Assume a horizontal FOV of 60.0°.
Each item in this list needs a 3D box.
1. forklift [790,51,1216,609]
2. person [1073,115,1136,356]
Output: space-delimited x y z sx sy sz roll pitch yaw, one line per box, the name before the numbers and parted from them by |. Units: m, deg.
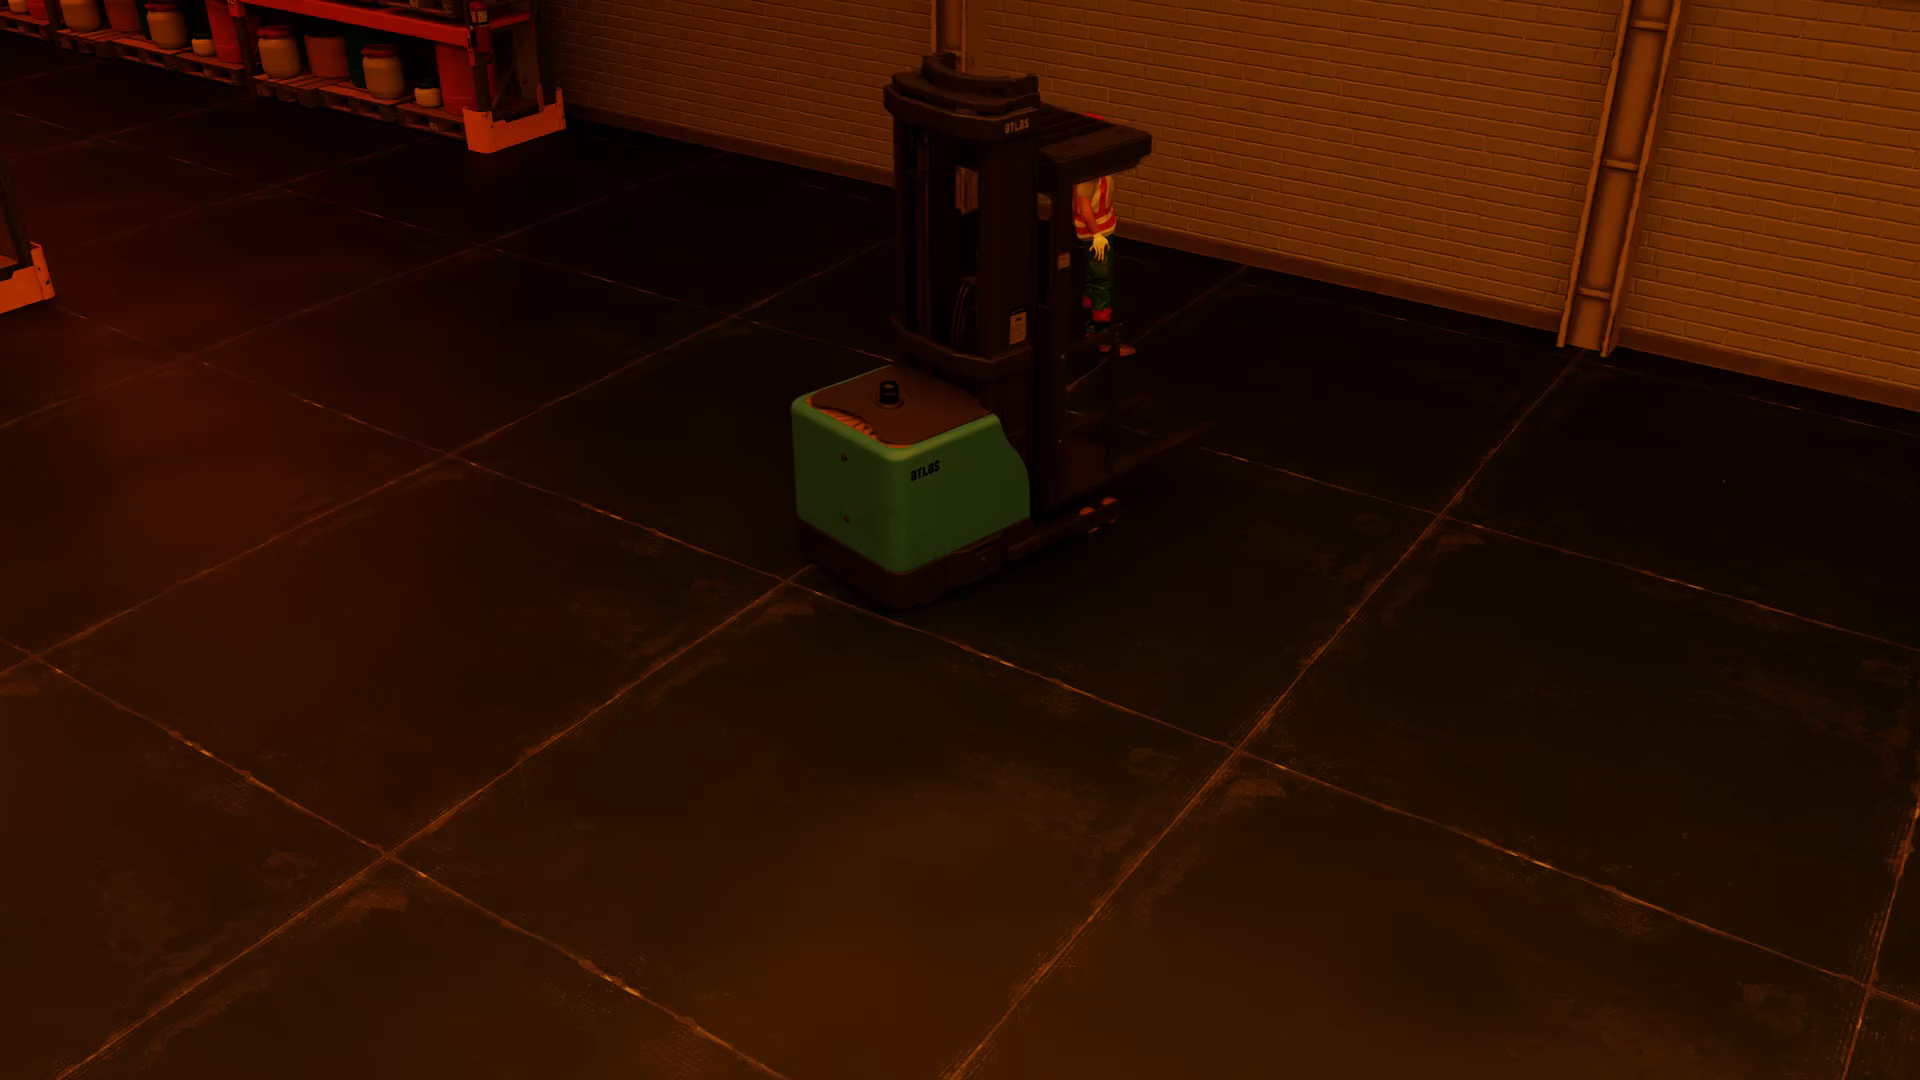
forklift | 0.416 -1.485 10.139 3.031 2.935 1.130 -24 38 -35
person | 1.133 -2.355 12.760 0.565 1.787 0.639 4 30 8
